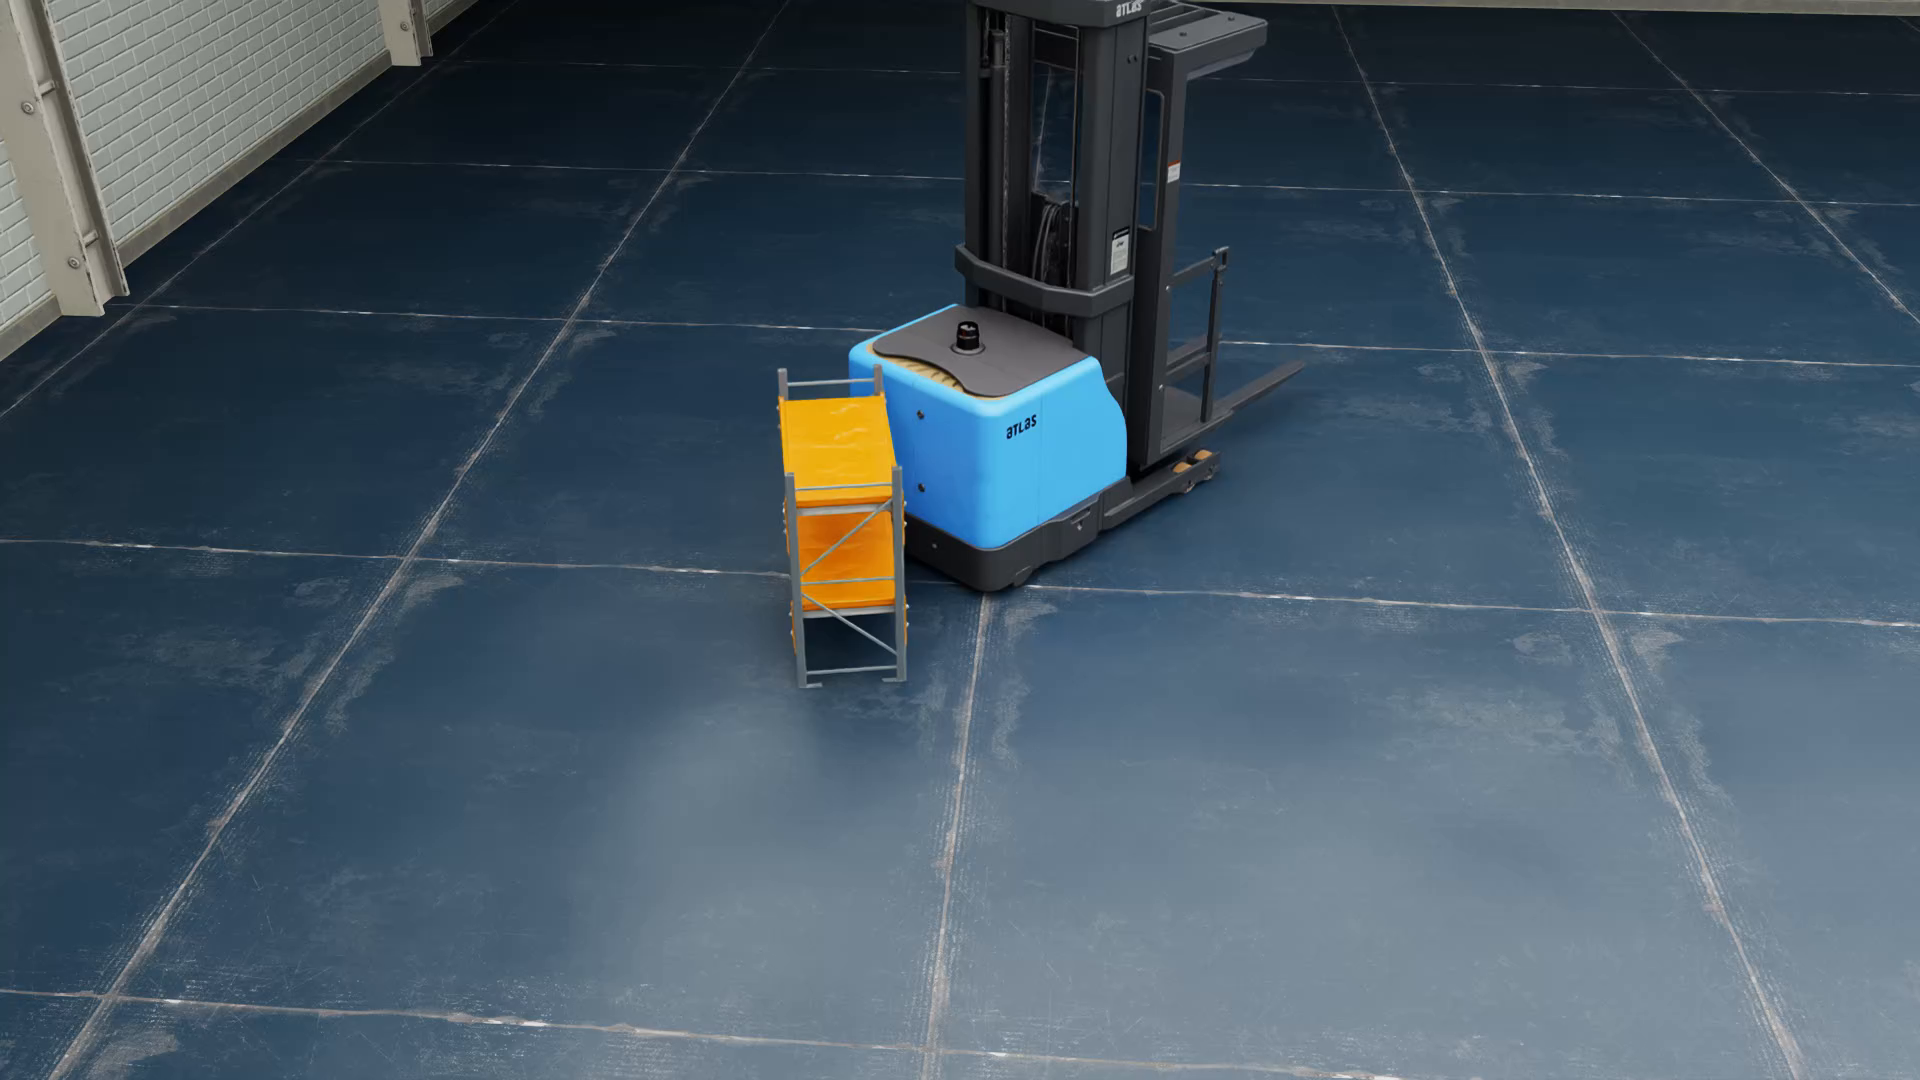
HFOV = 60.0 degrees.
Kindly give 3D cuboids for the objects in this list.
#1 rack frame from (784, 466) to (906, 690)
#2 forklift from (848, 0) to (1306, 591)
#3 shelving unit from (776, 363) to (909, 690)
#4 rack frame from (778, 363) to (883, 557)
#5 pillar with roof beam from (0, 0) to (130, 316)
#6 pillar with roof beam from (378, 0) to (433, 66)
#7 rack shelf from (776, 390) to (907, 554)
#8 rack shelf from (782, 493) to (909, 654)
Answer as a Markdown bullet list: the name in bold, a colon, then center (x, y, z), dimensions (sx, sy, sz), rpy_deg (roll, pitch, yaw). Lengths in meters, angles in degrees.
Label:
- **rack frame**: center (-0.498, 0.184, 7.379), dimensions (0.500, 1.125, 0.032), rpy_deg (-4, 32, -6)
- **forklift**: center (0.810, -1.674, 8.673), dimensions (1.130, 2.935, 3.031), rpy_deg (27, 40, 36)
- **shelving unit**: center (-0.559, -0.081, 7.809), dimensions (0.538, 1.125, 1.048), rpy_deg (-4, 32, -6)
- **rack frame**: center (-0.620, -0.346, 8.239), dimensions (0.500, 1.125, 0.032), rpy_deg (-4, 32, -6)
- **pillar with roof beam**: center (-1.630, -5.263, 8.713), dimensions (9.100, 9.000, 0.400), rpy_deg (2, 32, 4)
- **pillar with roof beam**: center (-1.141, -8.400, 13.804), dimensions (9.100, 9.000, 0.400), rpy_deg (2, 32, 4)
- **rack shelf**: center (-0.559, -0.330, 7.656), dimensions (0.538, 0.278, 1.000), rpy_deg (-4, 32, -6)
- **rack shelf**: center (-0.559, 0.127, 7.937), dimensions (0.538, 0.278, 1.000), rpy_deg (-4, 32, -6)
